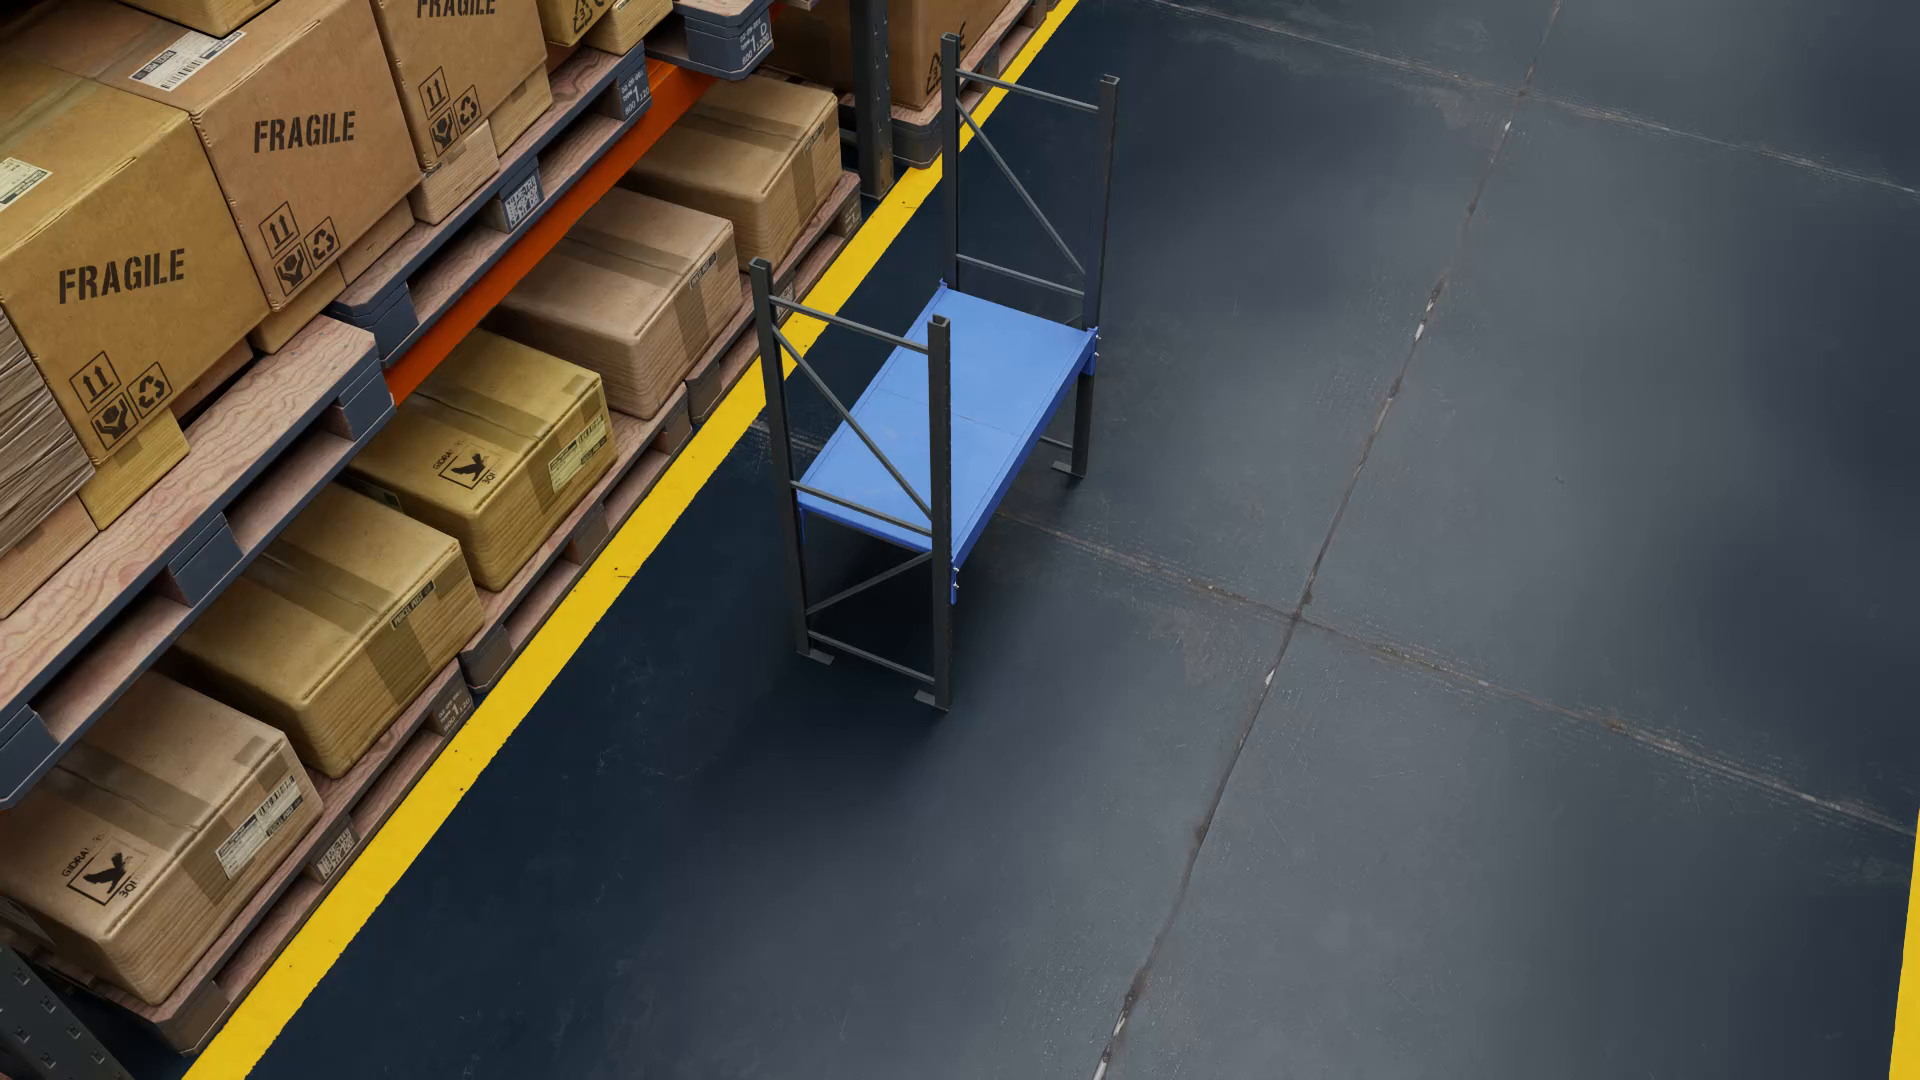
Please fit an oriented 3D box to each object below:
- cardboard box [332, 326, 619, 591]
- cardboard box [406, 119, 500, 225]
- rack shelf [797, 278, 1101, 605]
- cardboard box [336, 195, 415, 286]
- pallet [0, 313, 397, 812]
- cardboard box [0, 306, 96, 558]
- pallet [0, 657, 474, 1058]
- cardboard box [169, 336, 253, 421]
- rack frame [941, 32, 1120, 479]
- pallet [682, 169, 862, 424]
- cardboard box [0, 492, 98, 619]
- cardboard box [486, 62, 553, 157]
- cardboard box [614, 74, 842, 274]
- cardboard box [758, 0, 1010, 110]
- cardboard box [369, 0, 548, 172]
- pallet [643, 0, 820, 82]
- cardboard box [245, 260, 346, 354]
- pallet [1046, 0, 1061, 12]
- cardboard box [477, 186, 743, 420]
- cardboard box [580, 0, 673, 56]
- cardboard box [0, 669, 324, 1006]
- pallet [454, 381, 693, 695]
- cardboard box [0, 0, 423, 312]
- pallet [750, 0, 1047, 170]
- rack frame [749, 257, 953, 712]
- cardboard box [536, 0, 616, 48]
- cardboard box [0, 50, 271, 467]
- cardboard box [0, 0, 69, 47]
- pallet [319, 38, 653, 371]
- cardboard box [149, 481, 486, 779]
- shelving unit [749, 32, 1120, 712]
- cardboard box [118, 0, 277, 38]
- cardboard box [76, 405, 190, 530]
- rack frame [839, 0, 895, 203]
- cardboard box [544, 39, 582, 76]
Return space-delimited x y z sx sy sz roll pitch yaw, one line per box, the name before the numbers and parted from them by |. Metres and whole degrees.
cardboard box | -1.618 -0.331 5.012 0.950 0.372 0.625 21 53 17
cardboard box | -1.336 -0.930 3.961 0.380 0.149 0.250 22 53 17
rack shelf | -0.036 -0.311 4.766 0.538 0.185 1.000 20 52 16
cardboard box | -1.496 -0.764 3.820 0.380 0.149 0.250 20 53 16
pallet | -1.981 -0.126 3.514 1.003 0.211 1.213 20 52 16
cardboard box | -1.980 -0.203 2.917 0.500 0.500 0.500 21 53 17
pallet | -2.108 0.658 4.552 1.003 0.211 1.213 20 52 16
cardboard box | -1.751 -0.431 3.536 0.380 0.149 0.250 23 53 18
rack frame | 0.181 -0.777 4.927 0.500 1.500 0.032 20 52 16
pallet | -1.066 -1.022 5.981 1.003 0.211 1.213 20 52 16
cardboard box | -1.918 -0.042 3.205 0.380 0.149 0.250 21 53 17
cardboard box | -1.248 -1.123 4.125 0.380 0.149 0.250 18 52 15
cardboard box | -0.981 -1.362 5.889 0.950 0.372 0.625 17 52 14
cardboard box | -0.360 -2.360 6.408 0.875 0.875 0.875 19 52 16
cardboard box | -1.333 -1.242 3.800 0.500 0.500 0.500 18 52 15
pallet | -0.939 -1.876 5.003 1.213 0.211 1.003 20 52 16
cardboard box | -1.603 -0.594 3.675 0.380 0.149 0.250 21 53 17
pallet | 0.197 -2.915 7.592 1.003 0.211 1.213 20 52 16
cardboard box | -1.289 -0.851 5.455 0.950 0.372 0.625 19 52 15
cardboard box | -0.994 -1.455 4.408 0.380 0.149 0.250 21 53 17
cardboard box | -2.218 0.644 4.182 0.950 0.372 0.625 20 53 17
pallet | -1.588 -0.185 5.269 1.003 0.211 1.213 20 52 16
cardboard box | -1.543 -0.885 3.496 0.500 0.500 0.500 20 52 16
pallet | -0.326 -2.078 6.880 1.003 0.211 1.213 20 52 16
rack frame | -0.254 -0.077 4.331 0.500 1.500 0.032 20 52 16
cardboard box | -1.099 -1.617 4.120 0.500 0.500 0.500 17 52 14
cardboard box | -1.766 -0.549 3.211 0.500 0.500 0.500 20 52 16
cardboard box | -2.013 -1.062 3.647 0.500 0.500 0.500 21 53 17
pallet | -1.539 -1.025 4.278 1.003 0.211 1.213 20 52 16
cardboard box | -1.913 0.148 4.604 0.950 0.372 0.625 23 53 18
shelving unit | -0.036 -0.427 4.629 0.538 1.500 1.048 20 52 16
cardboard box | -1.548 -1.175 3.317 0.380 0.149 0.250 23 53 18
cardboard box | -1.803 -0.211 3.349 0.380 0.149 0.250 21 53 17
rack frame | -0.730 -2.463 5.377 1.000 3.000 0.127 20 52 16
cardboard box | -1.215 -1.323 4.295 0.380 0.149 0.250 20 53 16
